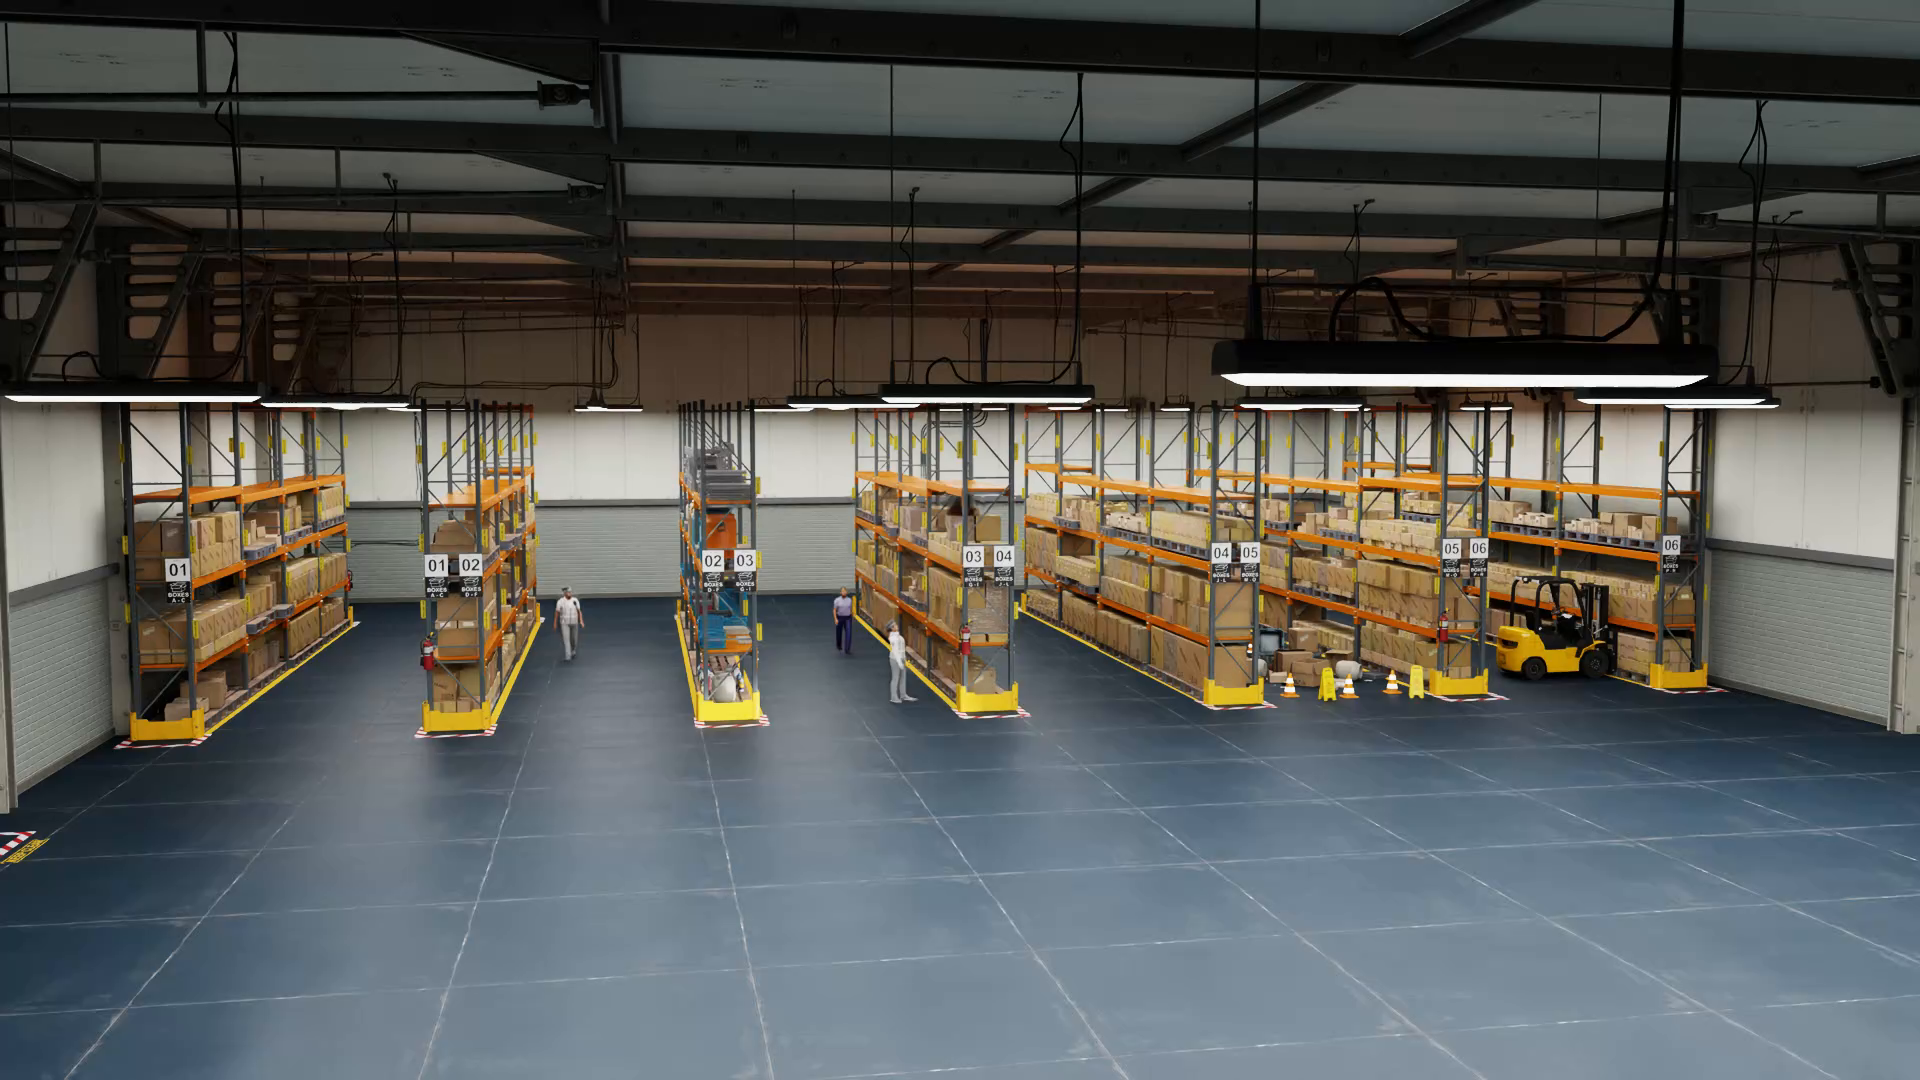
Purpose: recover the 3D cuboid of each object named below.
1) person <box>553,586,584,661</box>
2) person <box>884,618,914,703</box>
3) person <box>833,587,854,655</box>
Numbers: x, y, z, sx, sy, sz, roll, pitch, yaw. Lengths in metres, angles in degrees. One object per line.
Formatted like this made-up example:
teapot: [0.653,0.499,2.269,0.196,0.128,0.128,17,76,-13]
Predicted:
person: [-9.158,1.929,38.888,0.697,1.723,1.067,-2,5,-20]
person: [-1.229,2.393,33.147,0.536,1.687,0.555,1,5,19]
person: [-2.788,1.934,39.782,0.501,1.581,0.929,0,4,-6]
